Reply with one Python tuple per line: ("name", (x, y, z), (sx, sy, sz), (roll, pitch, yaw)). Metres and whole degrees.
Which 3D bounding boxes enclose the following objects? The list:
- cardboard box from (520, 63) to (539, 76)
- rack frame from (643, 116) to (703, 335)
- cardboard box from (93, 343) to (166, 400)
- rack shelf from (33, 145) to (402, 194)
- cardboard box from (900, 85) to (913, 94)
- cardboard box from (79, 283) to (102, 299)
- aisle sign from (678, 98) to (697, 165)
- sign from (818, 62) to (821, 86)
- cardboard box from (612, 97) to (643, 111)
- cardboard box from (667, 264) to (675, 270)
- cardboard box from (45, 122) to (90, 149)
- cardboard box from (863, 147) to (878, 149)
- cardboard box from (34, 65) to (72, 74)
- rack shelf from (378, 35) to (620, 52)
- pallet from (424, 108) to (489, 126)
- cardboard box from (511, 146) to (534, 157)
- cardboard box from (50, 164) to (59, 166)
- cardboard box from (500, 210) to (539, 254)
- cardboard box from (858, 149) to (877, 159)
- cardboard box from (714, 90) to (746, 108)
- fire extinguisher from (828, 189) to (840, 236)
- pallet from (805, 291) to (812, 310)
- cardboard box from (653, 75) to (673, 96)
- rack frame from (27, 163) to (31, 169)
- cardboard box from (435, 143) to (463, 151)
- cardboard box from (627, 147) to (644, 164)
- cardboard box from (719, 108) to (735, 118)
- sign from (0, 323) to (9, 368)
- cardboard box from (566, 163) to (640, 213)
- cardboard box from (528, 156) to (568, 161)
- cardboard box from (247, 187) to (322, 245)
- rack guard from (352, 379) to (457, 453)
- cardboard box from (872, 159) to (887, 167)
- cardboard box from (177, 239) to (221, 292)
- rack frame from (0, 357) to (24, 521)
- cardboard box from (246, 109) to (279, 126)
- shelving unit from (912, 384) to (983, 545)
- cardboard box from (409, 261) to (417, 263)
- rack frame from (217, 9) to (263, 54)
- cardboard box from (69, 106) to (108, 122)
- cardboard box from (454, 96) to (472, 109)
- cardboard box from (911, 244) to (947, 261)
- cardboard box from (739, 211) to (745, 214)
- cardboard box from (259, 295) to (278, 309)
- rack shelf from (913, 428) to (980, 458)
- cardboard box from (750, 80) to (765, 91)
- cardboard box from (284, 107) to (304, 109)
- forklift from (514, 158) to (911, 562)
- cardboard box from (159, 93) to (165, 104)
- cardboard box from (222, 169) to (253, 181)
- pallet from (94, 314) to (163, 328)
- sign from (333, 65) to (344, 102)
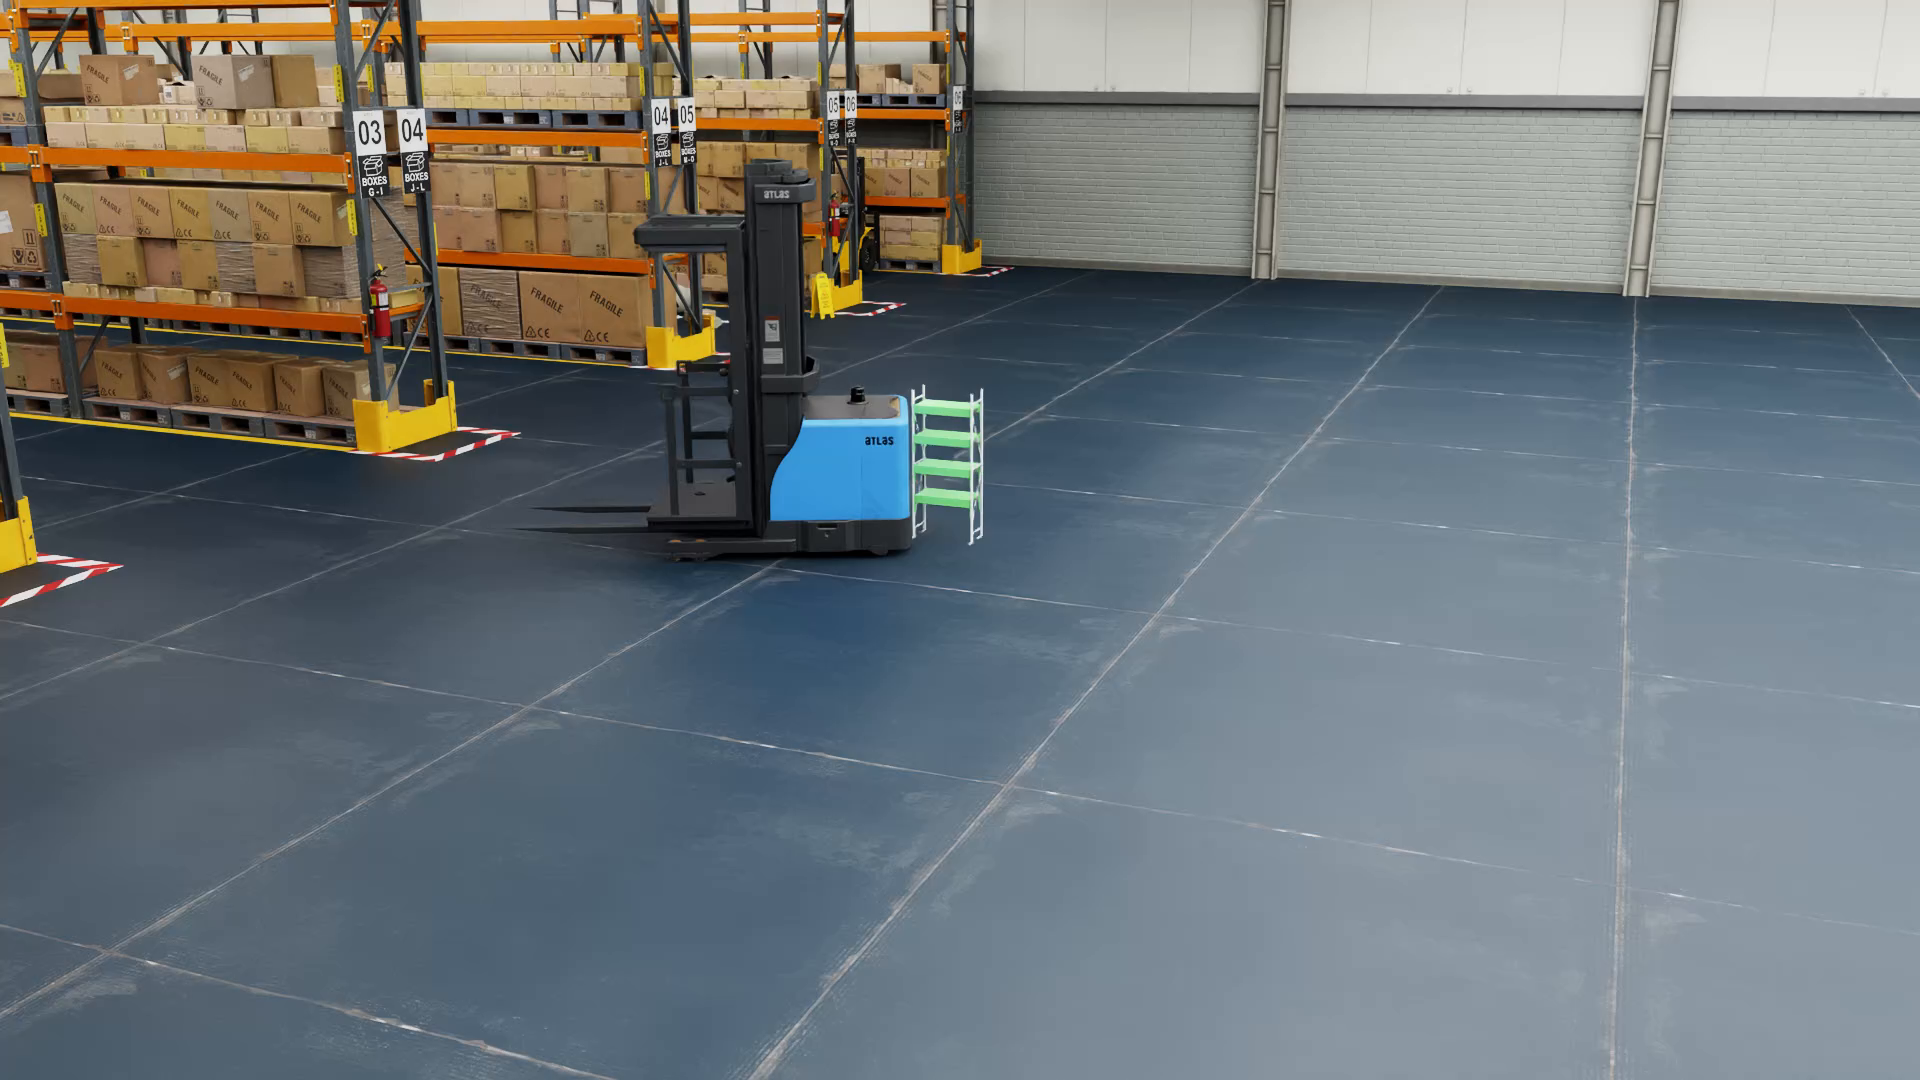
("cardboard box", (-5.149, -5.742, 20.281), (0.250, 0.149, 0.380), (6, 17, 20))
("rack frame", (-3.529, -3.713, 20.584), (0.127, 3.000, 1.000), (6, 17, 21))
("cardboard box", (-8.806, -1.796, 17.712), (0.500, 0.500, 0.500), (6, 17, 19))
("rack shelf", (-7.303, -3.737, 16.576), (4.000, 0.370, 1.077), (6, 17, 21))
("cardboard box", (-0.871, -7.871, 29.043), (0.250, 0.149, 0.380), (6, 17, 19))
("cardboard box", (-8.846, -2.597, 17.189), (0.250, 0.149, 0.380), (6, 17, 21))
("aisle sign", (-3.353, -5.032, 20.465), (0.004, 0.787, 0.394), (6, 17, 21))
("sign", (-2.029, -6.731, 24.012), (0.005, 0.325, 0.100), (6, 17, 21))
("cardboard box", (-3.962, -5.229, 19.943), (0.250, 0.149, 0.380), (6, 17, 21))
("cardboard box", (-4.575, -4.476, 26.045), (0.500, 0.500, 0.500), (7, 18, 23))
("cardboard box", (-8.839, -4.103, 16.814), (0.500, 0.250, 0.500), (6, 17, 18))
("cardboard box", (-1.651, -7.053, 30.212), (0.250, 0.149, 0.380), (6, 17, 21))
("cardboard box", (-12.646, -6.488, 23.210), (0.258, 0.266, 0.396), (6, 17, 21))
("rack shelf", (-7.388, -7.965, 26.476), (4.000, 0.370, 1.077), (6, 17, 21))
("pallet", (-6.492, -5.434, 21.290), (1.213, 0.211, 1.003), (6, 17, 21))
("cardboard box", (-6.949, -6.198, 26.515), (0.250, 0.149, 0.380), (6, 17, 18))
("cardboard box", (-16.348, -7.049, 30.103), (0.500, 0.500, 0.500), (6, 17, 19))
("cardboard box", (-5.393, -3.996, 21.287), (0.500, 0.550, 0.875), (6, 17, 21))
("cardboard box", (-1.623, -6.884, 29.630), (0.250, 0.149, 0.380), (7, 17, 22))
("cardboard box", (-3.333, -6.605, 24.900), (0.500, 0.250, 0.500), (7, 18, 22))
("fire extinguisher", (-1.869, -4.839, 24.601), (0.183, 0.674, 0.296), (6, 17, 21))
("pallet", (-2.620, -3.768, 25.776), (1.213, 0.211, 1.003), (6, 17, 21))
("cardboard box", (-3.883, -5.590, 20.472), (0.500, 0.250, 0.500), (6, 17, 21))
("rack frame", (-16.691, -6.644, 30.680), (0.127, 3.000, 1.000), (6, 17, 21))
("cardboard box", (-10.302, -7.612, 33.081), (0.500, 0.500, 0.700), (6, 17, 21))
("cardboard box", (-4.731, -5.929, 25.709), (0.500, 0.500, 0.700), (6, 17, 21))
("cardboard box", (-3.422, -6.430, 25.011), (0.250, 0.149, 0.380), (6, 17, 19))
("sign", (-7.054, -1.428, 12.215), (0.005, 0.325, 0.100), (6, 17, 21))
("cardboard box", (-4.405, -4.384, 20.690), (0.550, 0.550, 0.875), (6, 17, 21))
("cardboard box", (-6.503, -5.847, 26.469), (0.500, 0.500, 0.500), (6, 17, 21))
("cardboard box", (-6.512, -3.150, 16.138), (0.500, 0.500, 0.500), (6, 17, 21))
("rack guard", (-5.513, -1.245, 16.564), (0.348, 0.500, 1.175), (6, 17, 21))
("cardboard box", (-1.374, -6.722, 29.604), (0.250, 0.149, 0.380), (6, 17, 19))
("cardboard box", (-7.363, -2.828, 16.822), (0.500, 0.500, 0.875), (6, 17, 21))
("rack frame", (-7.260, -1.153, 11.764), (0.127, 3.000, 1.000), (6, 17, 21))
("cardboard box", (-6.551, -4.021, 15.817), (0.250, 0.149, 0.380), (6, 17, 21))
("shelving unit", (-0.098, -0.595, 13.070), (0.503, 1.200, 0.258), (6, 17, 20))
("cardboard box", (-8.727, -4.705, 27.961), (0.625, 0.372, 0.950), (5, 17, 17))
("rack frame", (-14.873, -10.813, 34.279), (0.127, 3.000, 1.000), (6, 17, 21))
("cardboard box", (-8.702, -4.284, 16.723), (0.250, 0.149, 0.380), (5, 17, 18))
("cardboard box", (-6.089, -5.463, 20.749), (0.250, 0.149, 0.380), (6, 17, 20))
("cardboard box", (-0.542, -5.143, 29.686), (0.500, 0.250, 0.500), (6, 17, 21))
("cardboard box", (-3.177, -4.980, 25.397), (0.250, 0.149, 0.380), (7, 17, 21))
("cardboard box", (-6.712, -2.396, 16.498), (0.250, 0.149, 0.380), (6, 17, 21))
("rack shelf", (-0.098, -0.764, 13.021), (0.480, 0.148, 0.258), (6, 17, 20))
("cardboard box", (-2.916, -6.765, 24.737), (0.250, 0.149, 0.380), (6, 17, 21))
("cardboard box", (-6.551, -4.203, 16.445), (0.250, 0.149, 0.380), (6, 17, 20))
("forklift", (-1.905, -1.393, 12.716), (3.031, 2.935, 1.130), (-1, 16, -2))
("cardboard box", (-10.719, -6.026, 22.687), (0.250, 0.149, 0.380), (6, 17, 18))
("cardboard box", (-9.608, -4.908, 22.727), (0.500, 0.500, 0.700), (6, 17, 20))
("pallet", (-11.697, -3.273, 24.069), (1.213, 0.211, 1.003), (6, 17, 21))
("sign", (-5.665, -4.161, 15.158), (0.005, 0.325, 0.100), (6, 17, 21))
